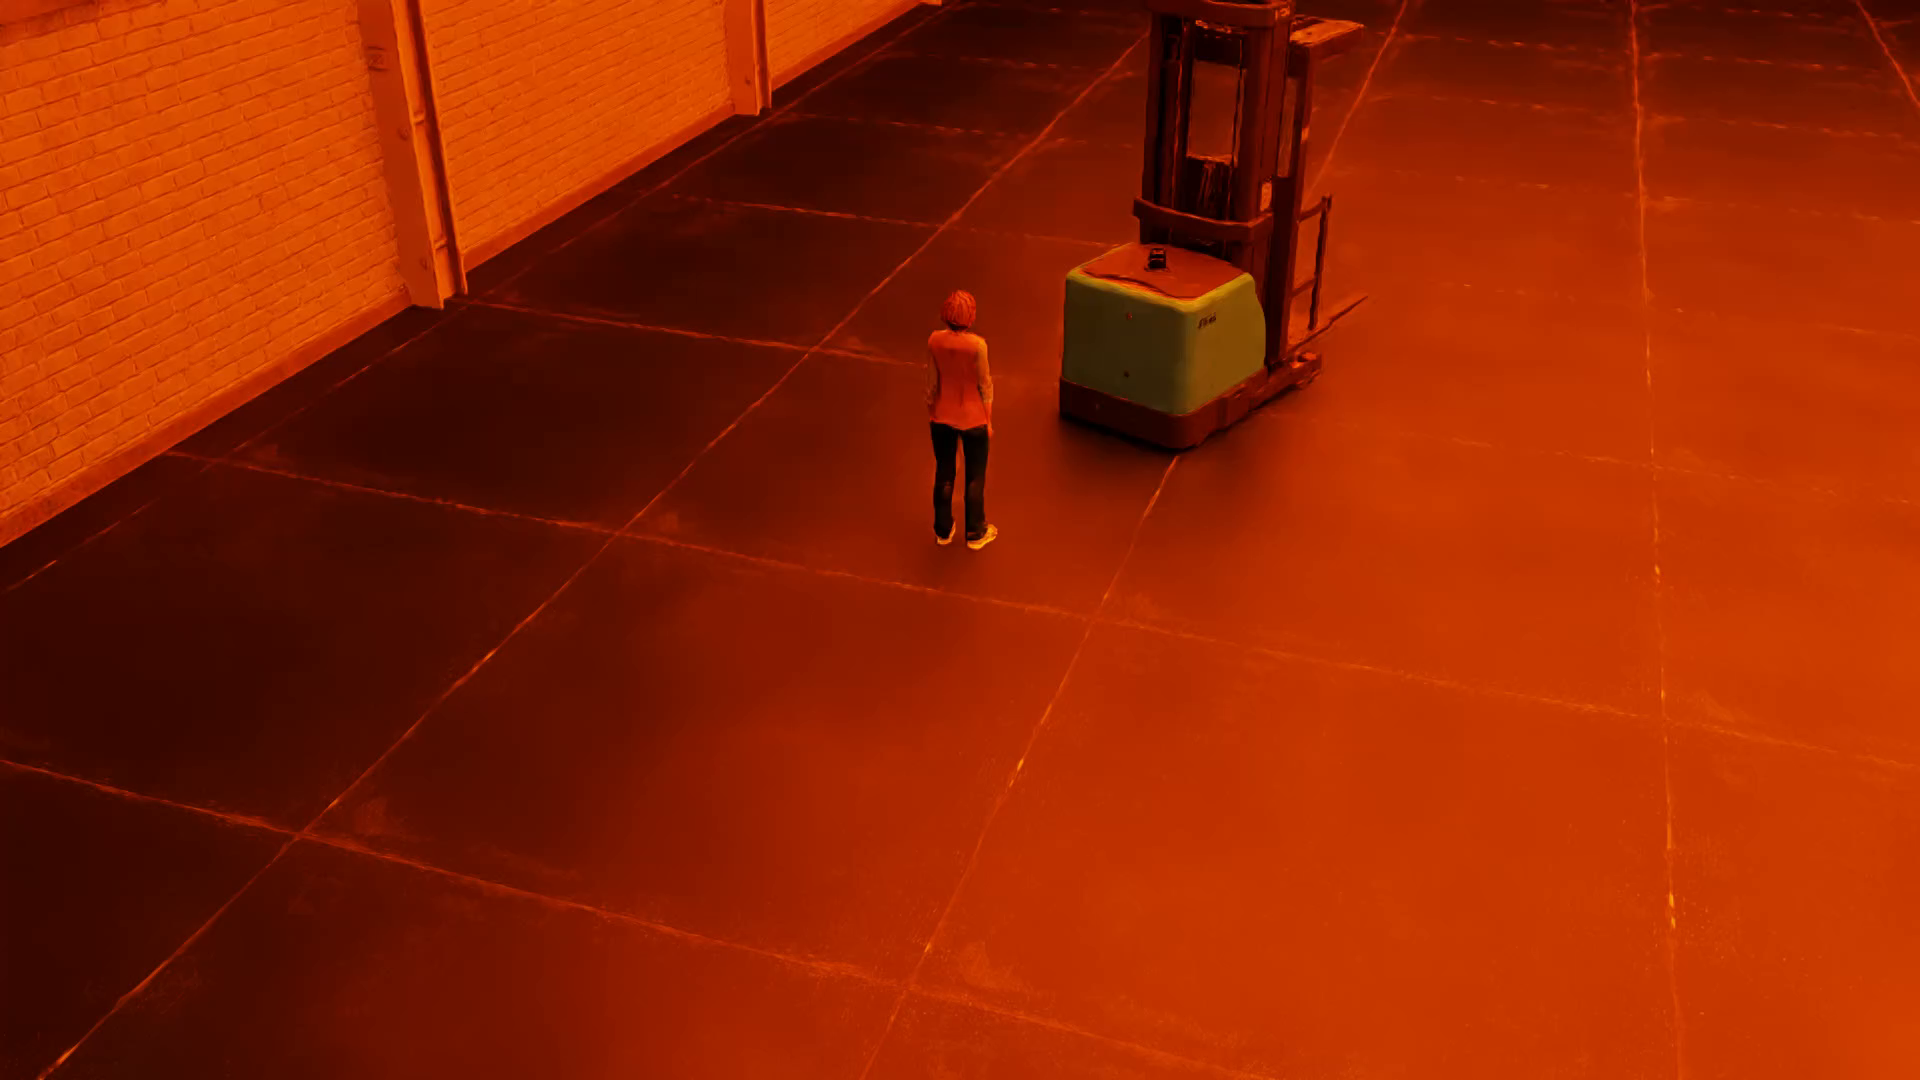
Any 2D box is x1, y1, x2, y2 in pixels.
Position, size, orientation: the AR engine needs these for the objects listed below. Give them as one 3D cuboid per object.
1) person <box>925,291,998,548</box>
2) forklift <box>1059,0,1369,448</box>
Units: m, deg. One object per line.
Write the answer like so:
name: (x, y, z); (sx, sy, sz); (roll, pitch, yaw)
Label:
person: (0.003, -0.699, 9.708); (0.405, 1.604, 0.311); (10, 31, 16)
forklift: (2.003, -2.544, 11.599); (1.130, 2.935, 3.031); (22, 36, 33)
